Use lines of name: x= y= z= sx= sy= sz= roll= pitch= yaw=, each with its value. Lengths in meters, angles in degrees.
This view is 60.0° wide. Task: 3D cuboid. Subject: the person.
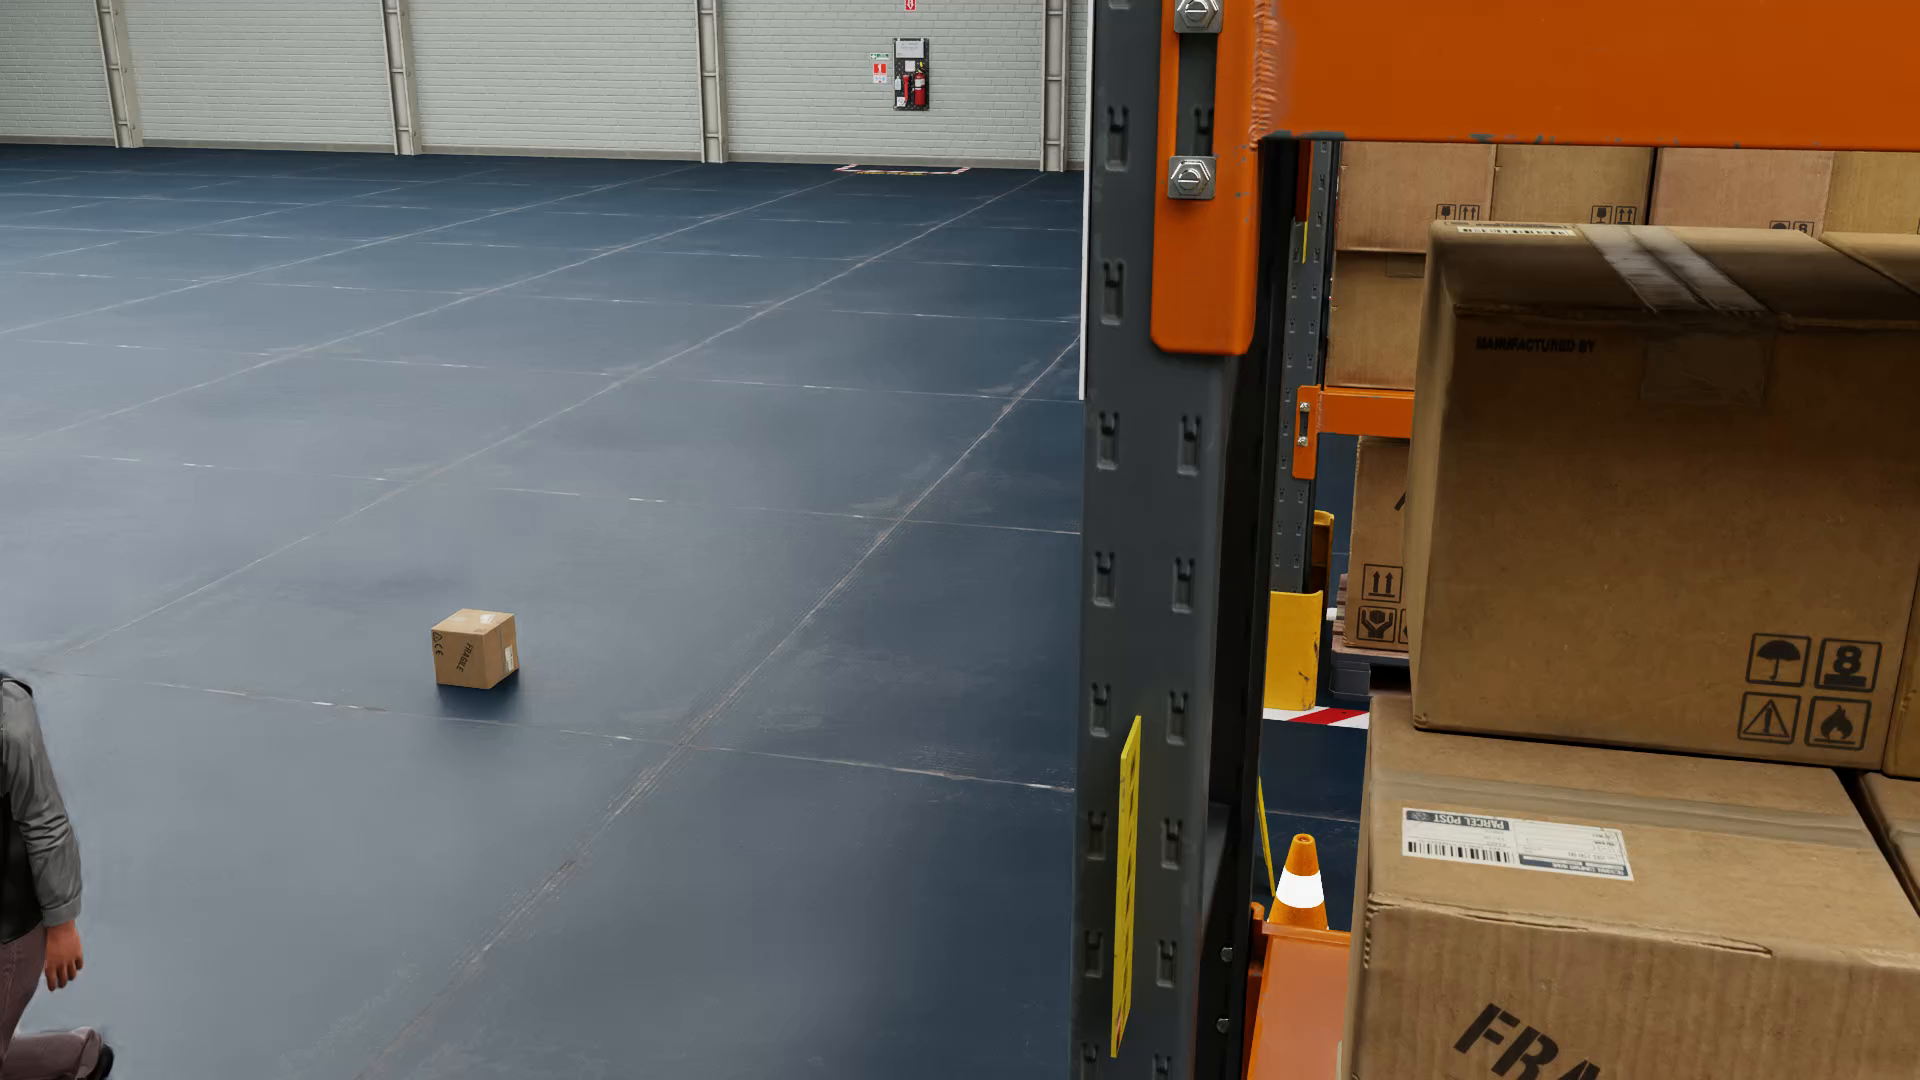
person: x=-2.147 y=0.832 z=3.545 sx=0.524 sy=1.691 sz=0.869 roll=5 pitch=19 yaw=15
